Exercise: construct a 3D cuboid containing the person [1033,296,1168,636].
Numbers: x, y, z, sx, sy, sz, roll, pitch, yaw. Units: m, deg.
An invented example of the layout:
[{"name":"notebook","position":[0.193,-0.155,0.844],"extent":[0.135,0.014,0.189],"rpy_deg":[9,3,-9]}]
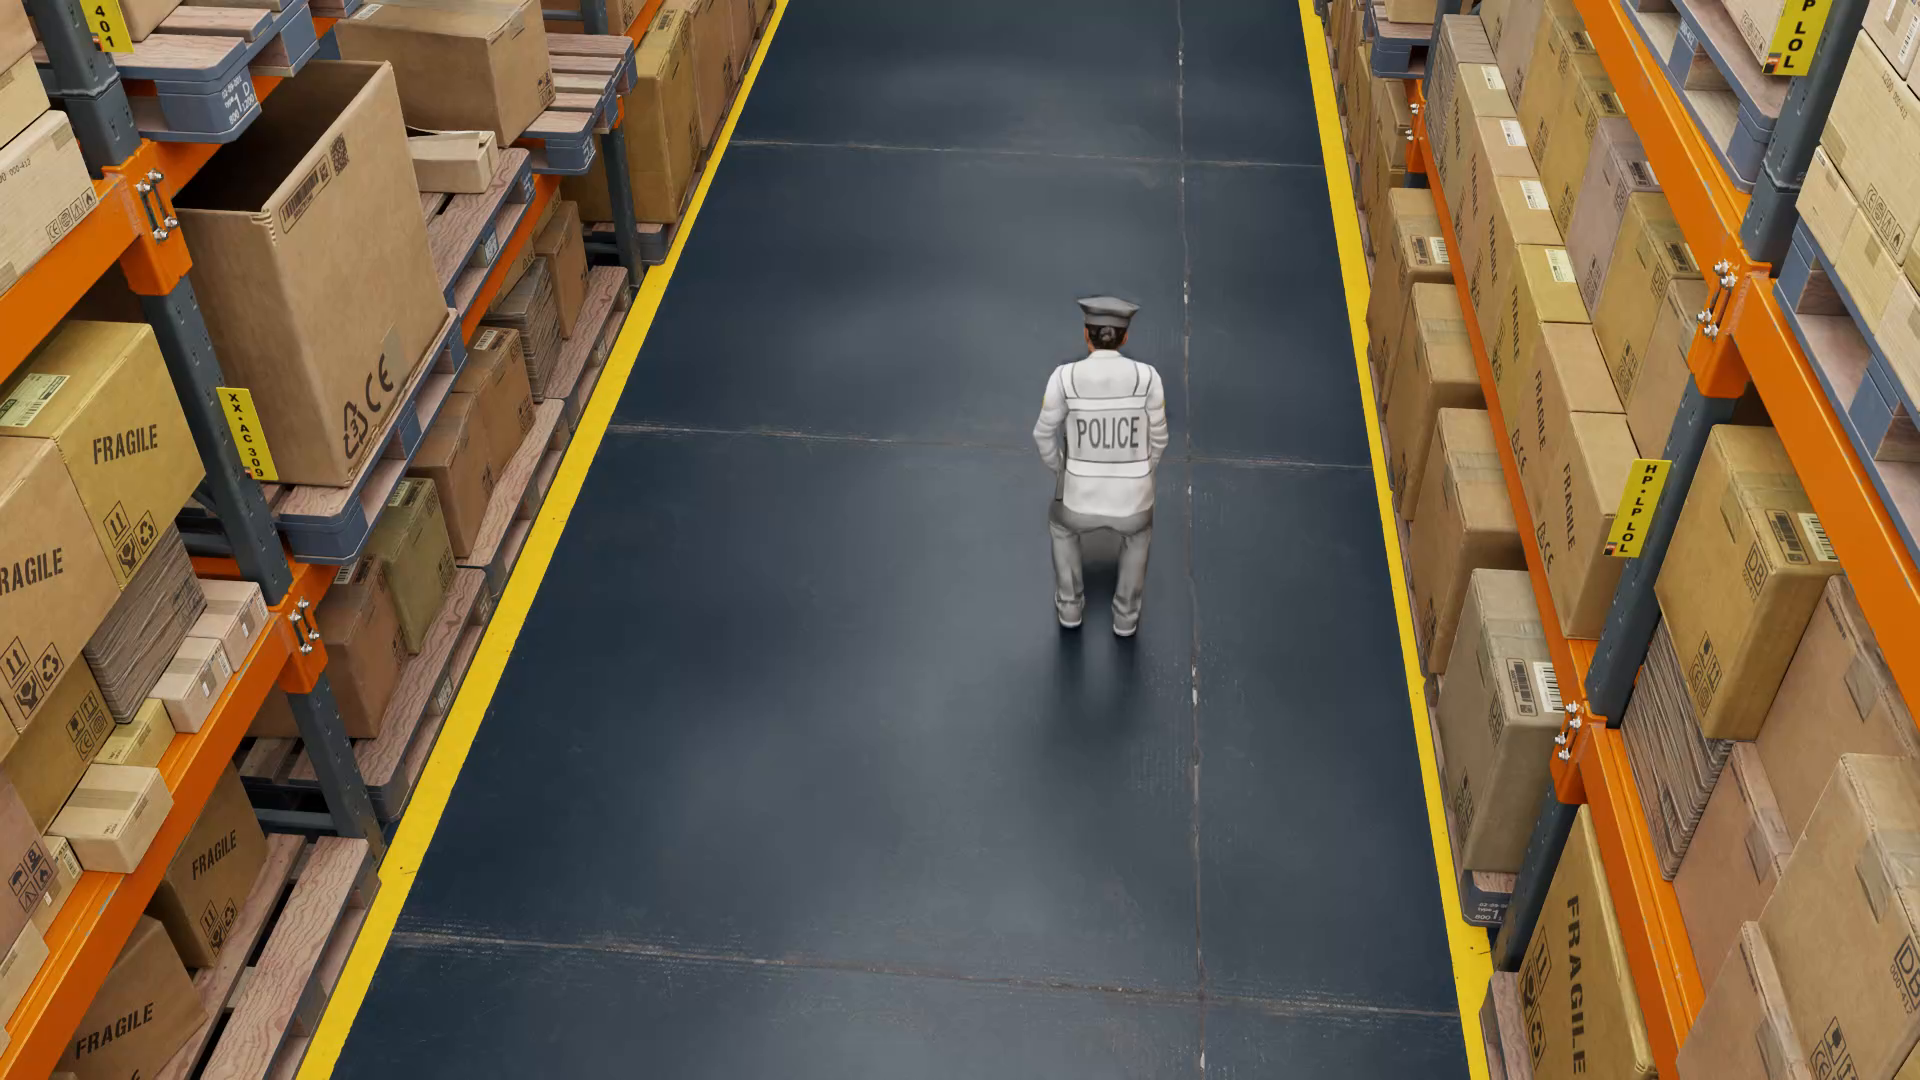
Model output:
[{"name":"person","position":[0.552,-0.261,6.653],"extent":[0.534,1.430,0.673],"rpy_deg":[3,40,4]}]
